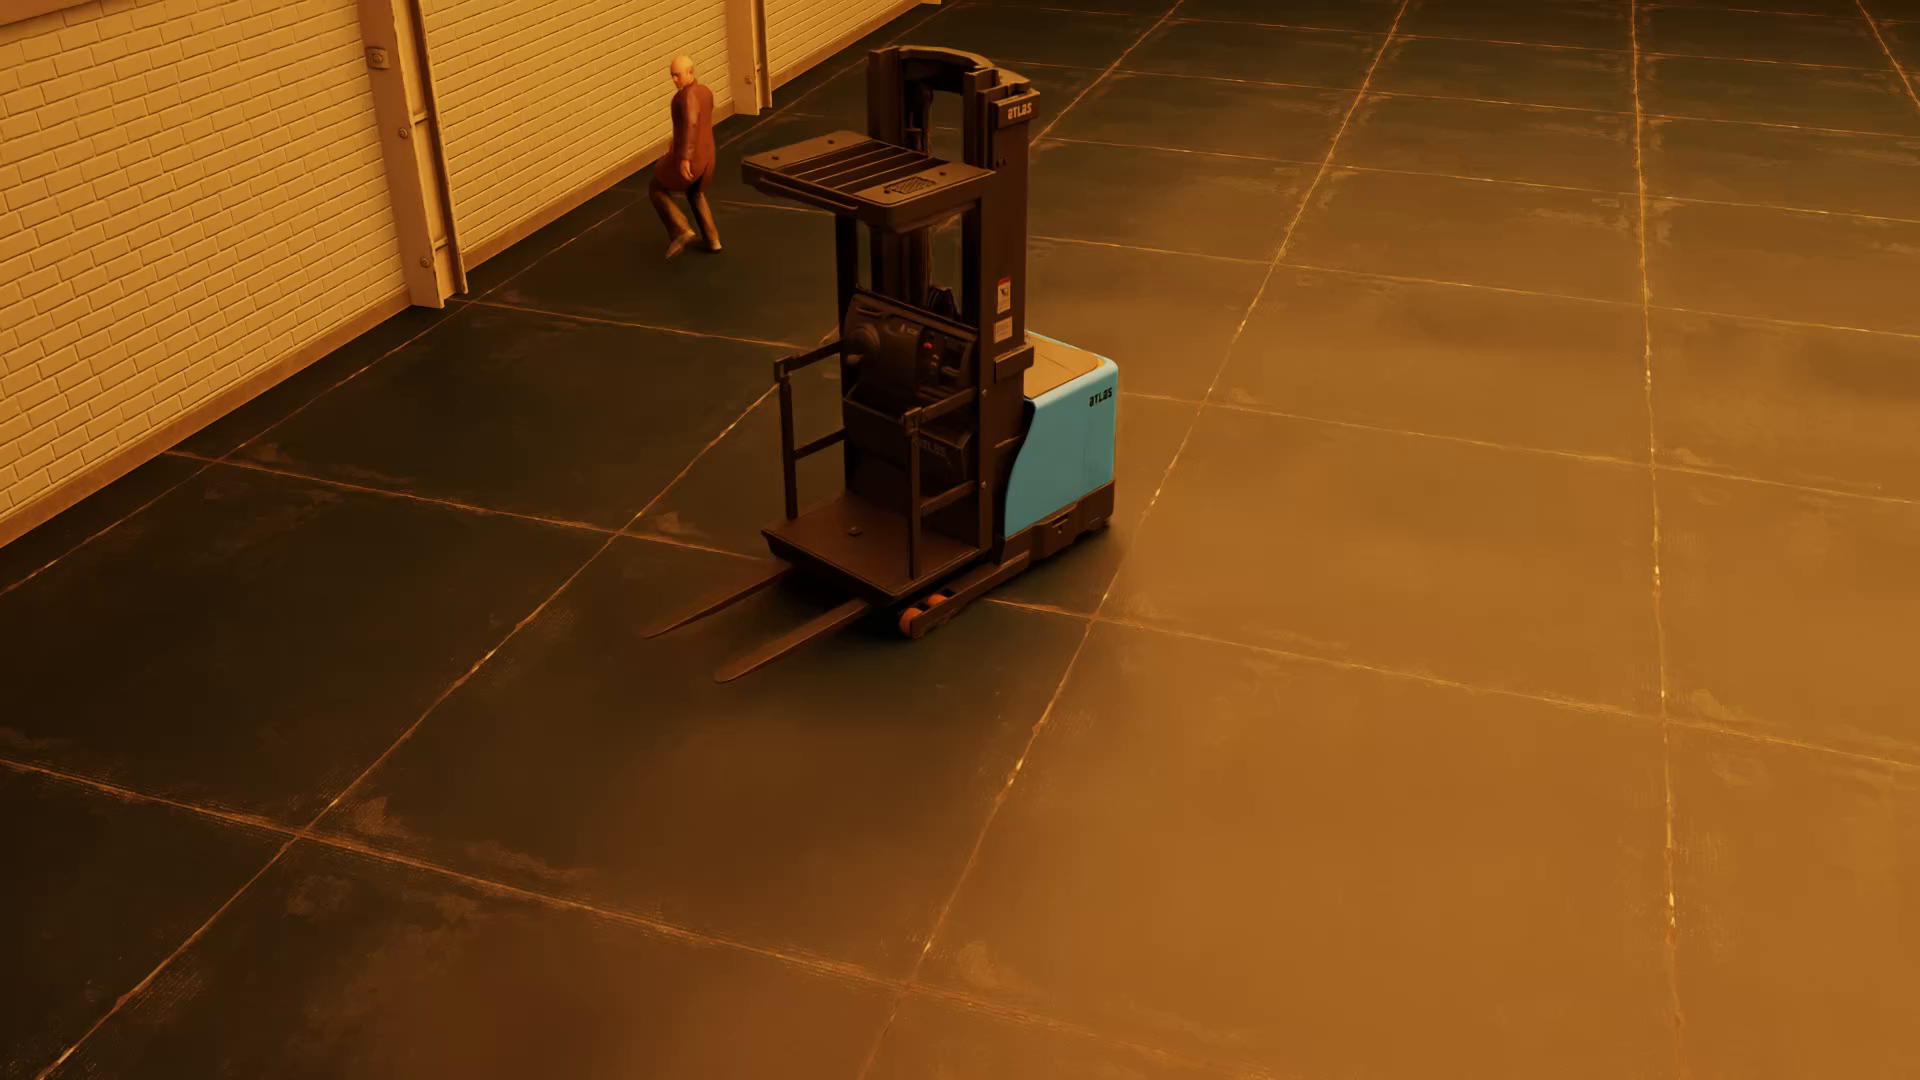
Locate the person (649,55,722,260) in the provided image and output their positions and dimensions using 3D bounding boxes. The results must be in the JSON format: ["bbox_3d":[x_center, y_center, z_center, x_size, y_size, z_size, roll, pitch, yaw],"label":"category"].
[{"bbox_3d":[-2.311,-3.239,14.091,0.703,1.695,0.818,17,34,27],"label":"person"}]

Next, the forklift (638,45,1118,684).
[{"bbox_3d":[-0.426,-1.018,8.923,1.130,2.935,3.031,25,38,36],"label":"forklift"}]
